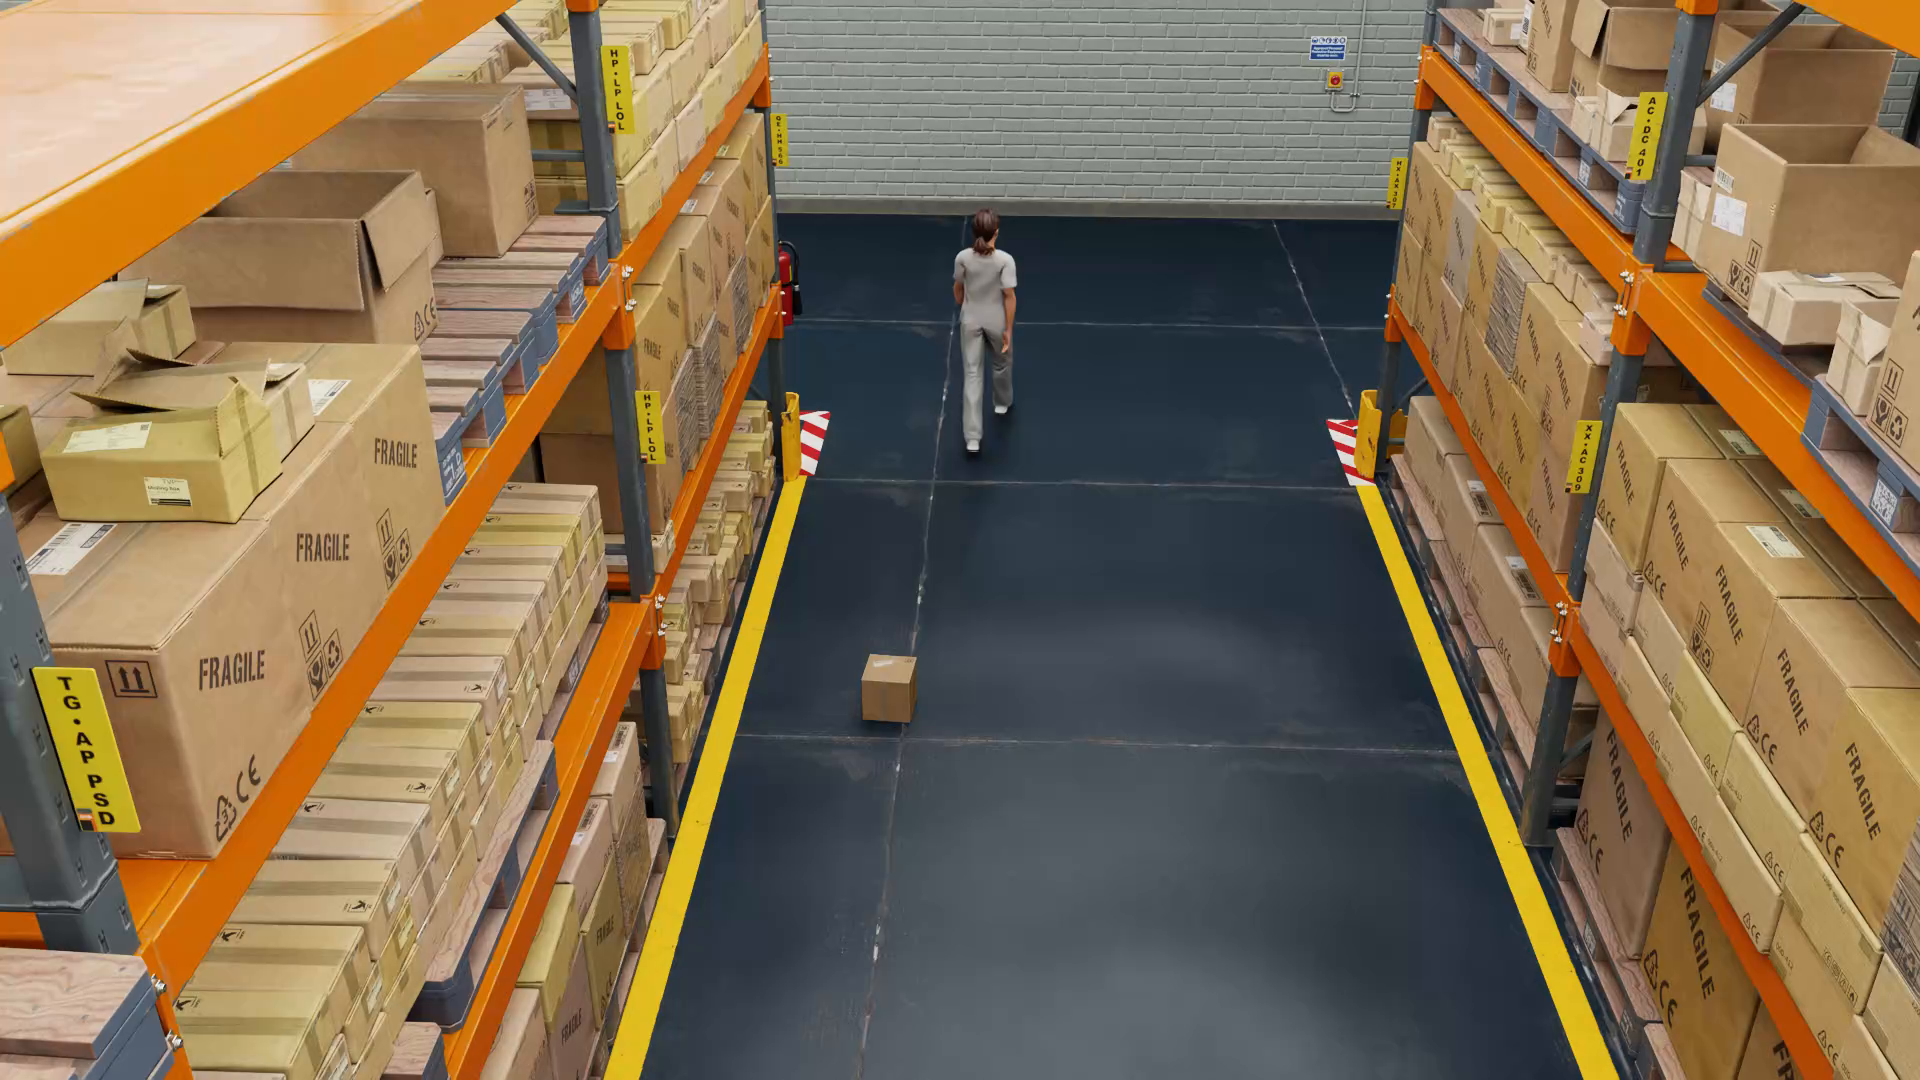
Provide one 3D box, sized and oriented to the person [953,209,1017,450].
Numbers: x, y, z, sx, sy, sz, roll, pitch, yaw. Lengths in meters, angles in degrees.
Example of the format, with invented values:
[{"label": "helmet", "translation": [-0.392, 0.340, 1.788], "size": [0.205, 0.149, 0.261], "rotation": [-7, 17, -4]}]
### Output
[{"label": "person", "translation": [0.181, -1.522, 11.453], "size": [0.454, 1.605, 1.038], "rotation": [4, 28, 7]}]
